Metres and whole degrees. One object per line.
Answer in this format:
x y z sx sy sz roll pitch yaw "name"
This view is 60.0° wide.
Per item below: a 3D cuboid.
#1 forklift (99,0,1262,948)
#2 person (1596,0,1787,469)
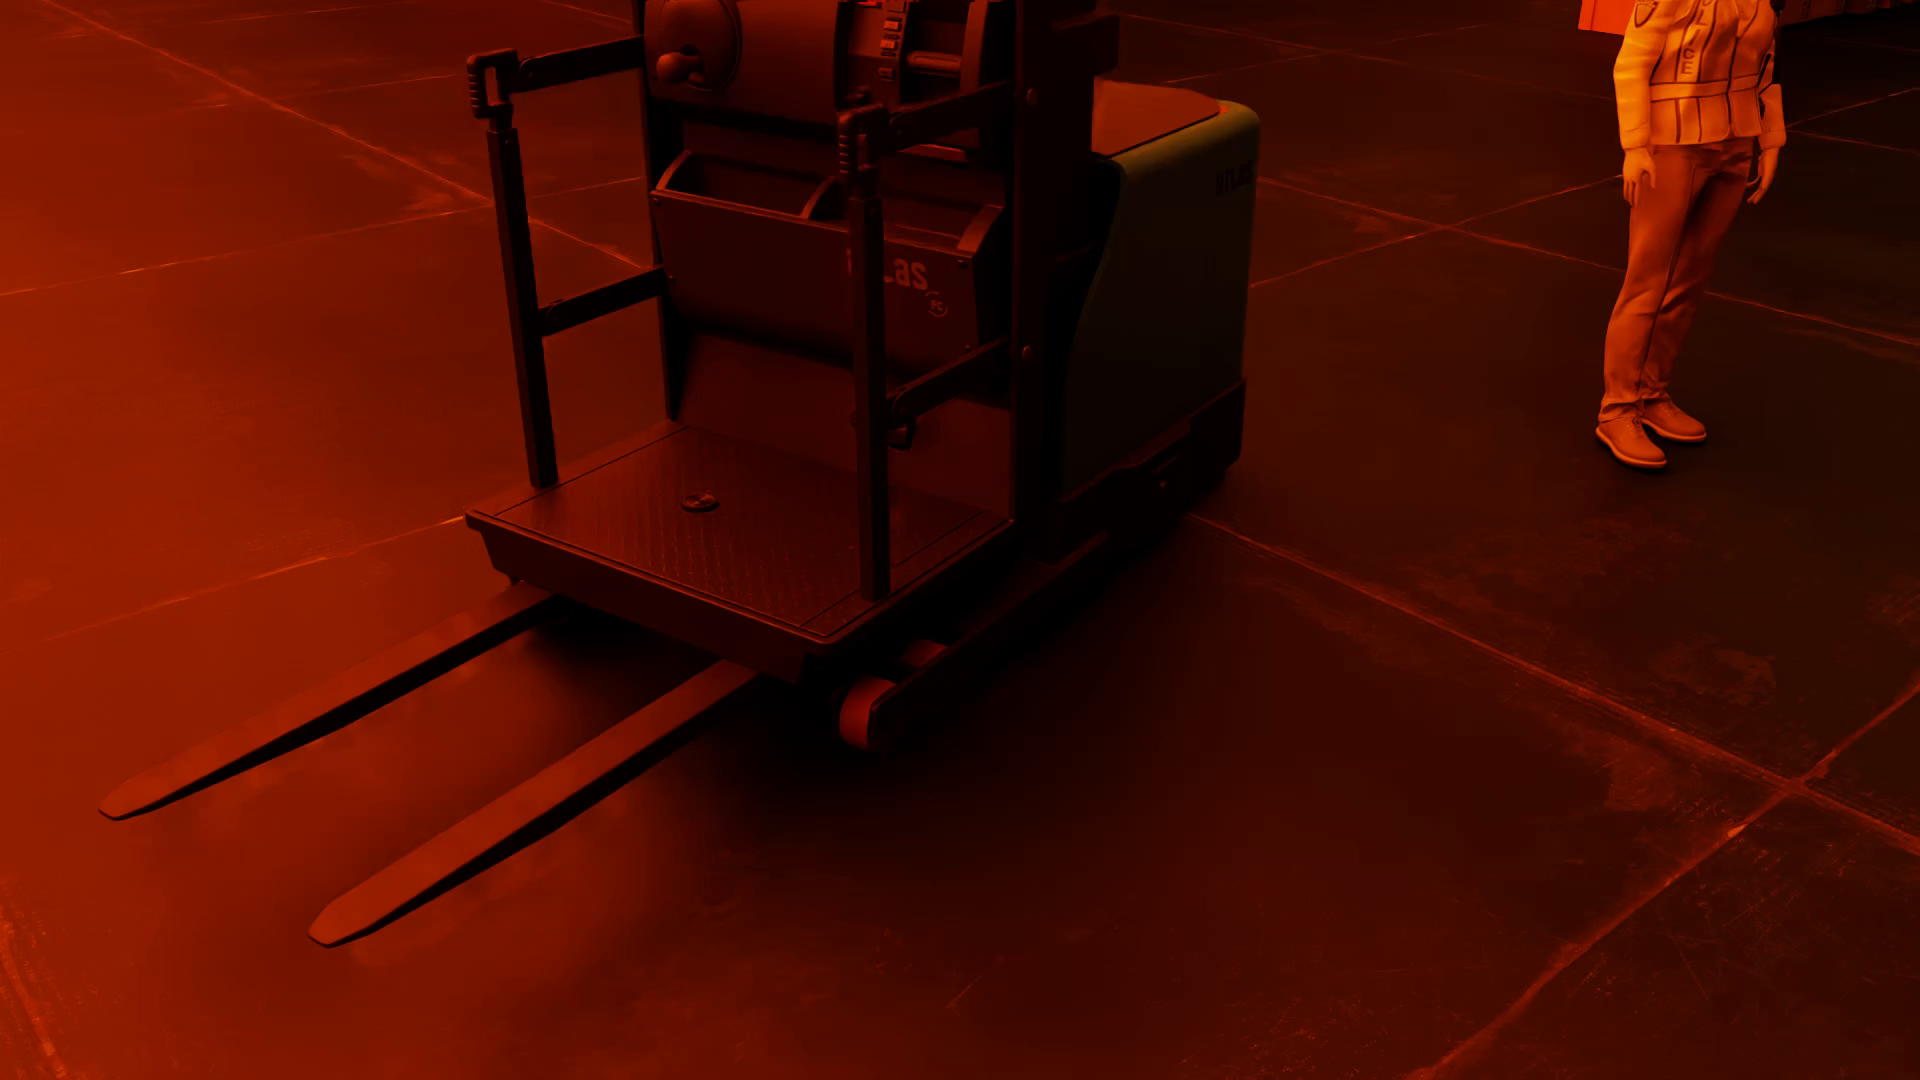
-0.432 -1.096 3.412 1.130 2.935 3.031 17 31 31 "forklift"
2.173 -1.104 4.805 0.581 1.696 0.532 -10 28 -19 "person"
